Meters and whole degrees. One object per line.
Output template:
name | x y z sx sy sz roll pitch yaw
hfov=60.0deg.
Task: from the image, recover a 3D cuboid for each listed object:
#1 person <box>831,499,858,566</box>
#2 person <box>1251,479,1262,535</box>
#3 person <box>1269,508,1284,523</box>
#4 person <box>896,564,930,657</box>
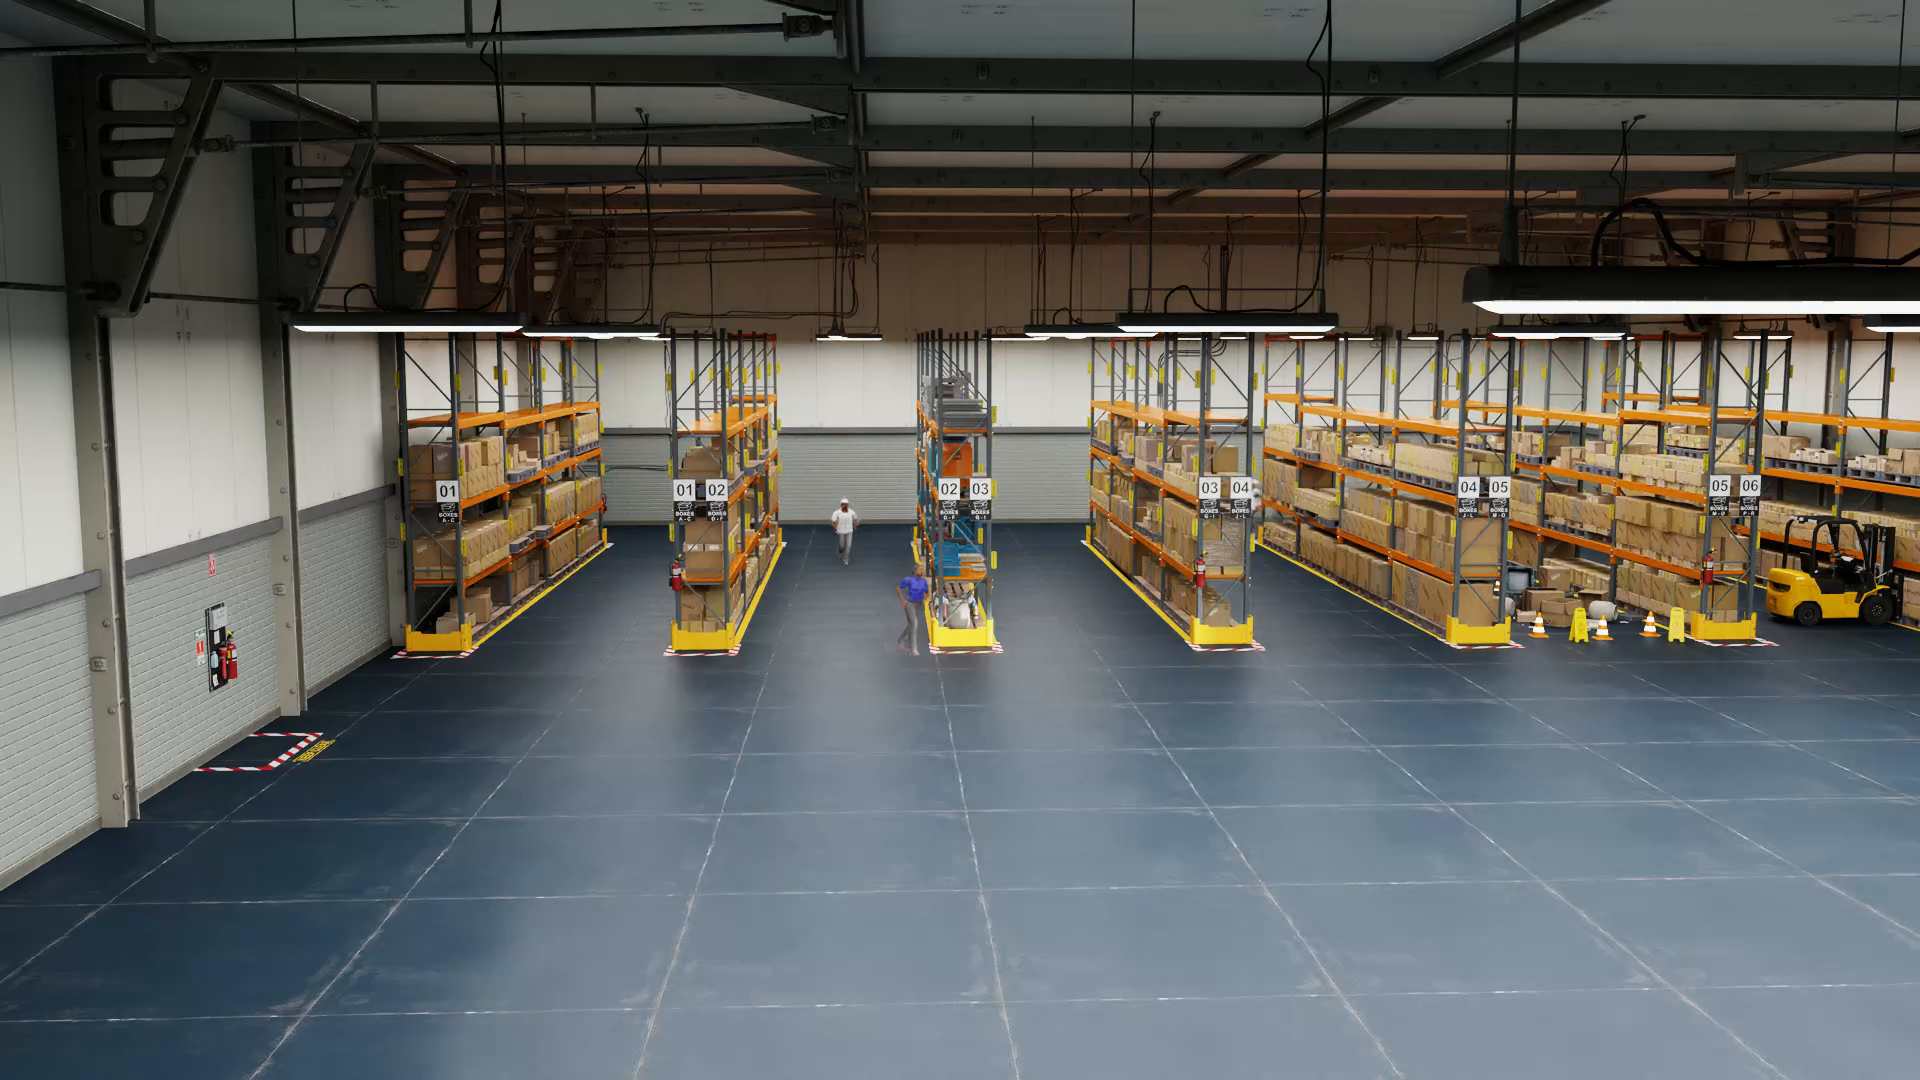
person | -2.979 -0.207 43.137 0.710 1.734 0.722 -2 7 -13
person | 8.567 -0.918 48.994 0.843 1.791 0.728 -2 7 -19
person | 9.413 -0.916 49.217 0.623 1.696 0.789 2 7 13
person | -0.847 1.285 30.904 0.570 1.688 0.758 -6 9 -41
